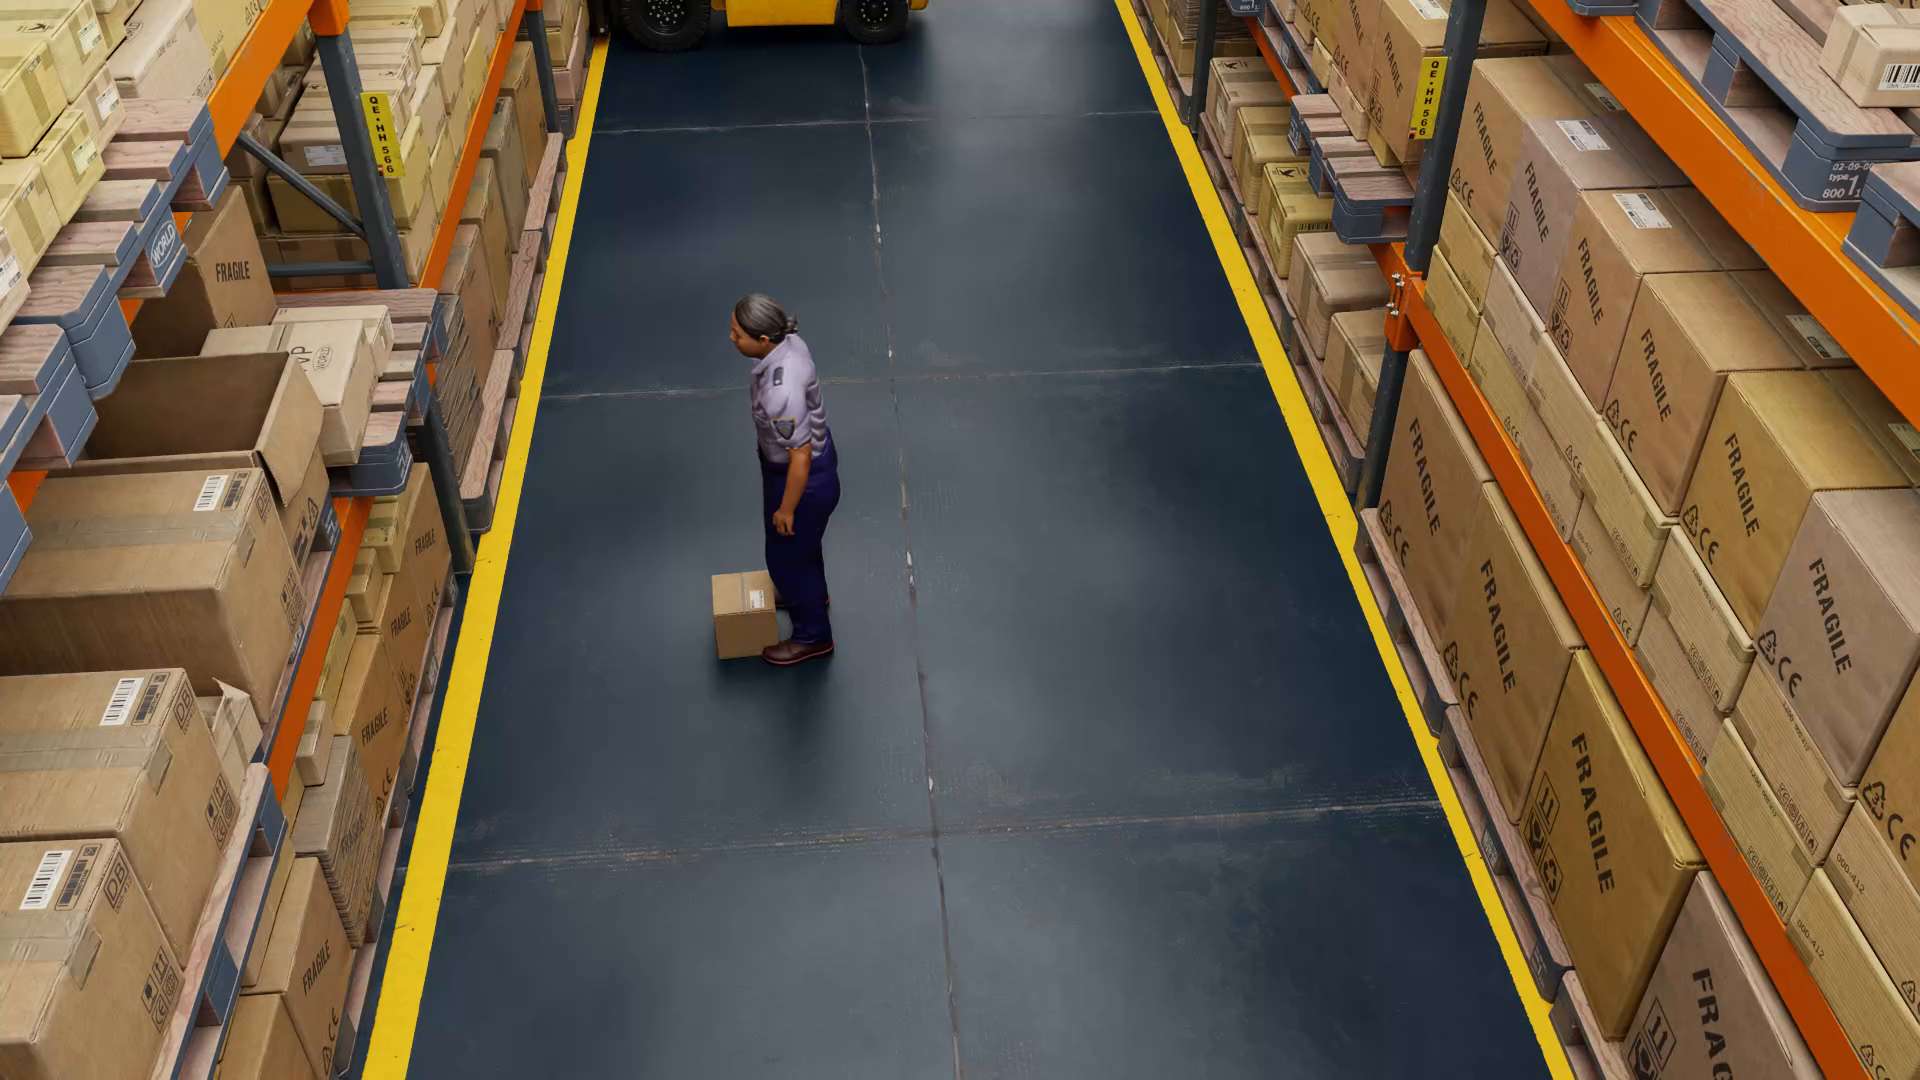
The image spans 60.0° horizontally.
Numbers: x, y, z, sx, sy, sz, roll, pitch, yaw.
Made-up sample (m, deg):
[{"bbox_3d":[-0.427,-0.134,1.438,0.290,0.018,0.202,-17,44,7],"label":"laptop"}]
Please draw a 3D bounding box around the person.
[{"bbox_3d":[-0.654,-0.254,6.470,0.367,1.651,0.550,-4,40,-5],"label":"person"}]
